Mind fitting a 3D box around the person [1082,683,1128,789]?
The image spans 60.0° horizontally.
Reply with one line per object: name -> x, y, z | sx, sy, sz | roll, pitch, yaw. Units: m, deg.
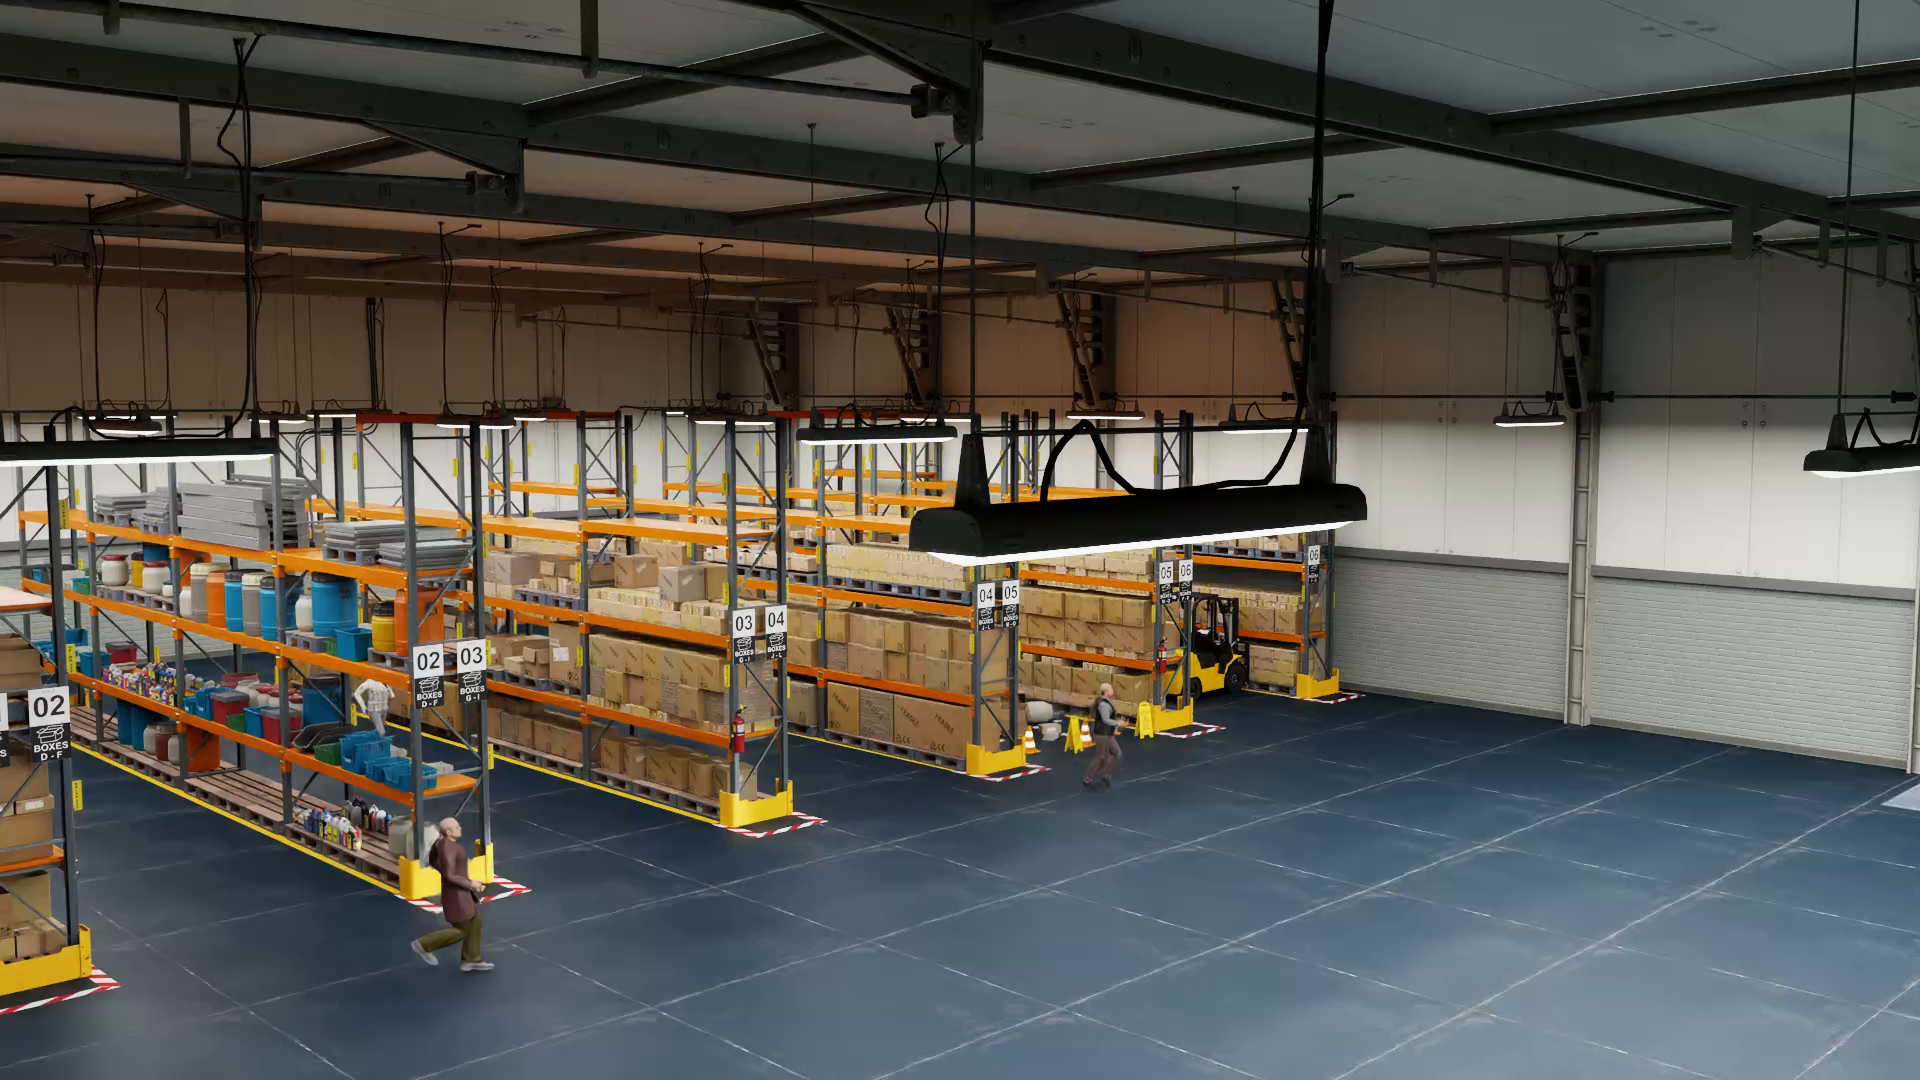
person -> 2.334, 3.181, 26.706 | 0.730, 1.783, 0.668 | 0, 5, 5

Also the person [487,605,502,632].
person -> -11.390, 1.960, 40.683 | 0.630, 1.674, 0.789 | -3, 6, -30

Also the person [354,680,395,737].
person -> -10.050, 2.987, 28.693 | 0.791, 1.741, 0.587 | 3, 6, 31

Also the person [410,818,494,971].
person -> -5.571, 3.898, 18.199 | 0.882, 1.749, 0.724 | -2, 5, -22
